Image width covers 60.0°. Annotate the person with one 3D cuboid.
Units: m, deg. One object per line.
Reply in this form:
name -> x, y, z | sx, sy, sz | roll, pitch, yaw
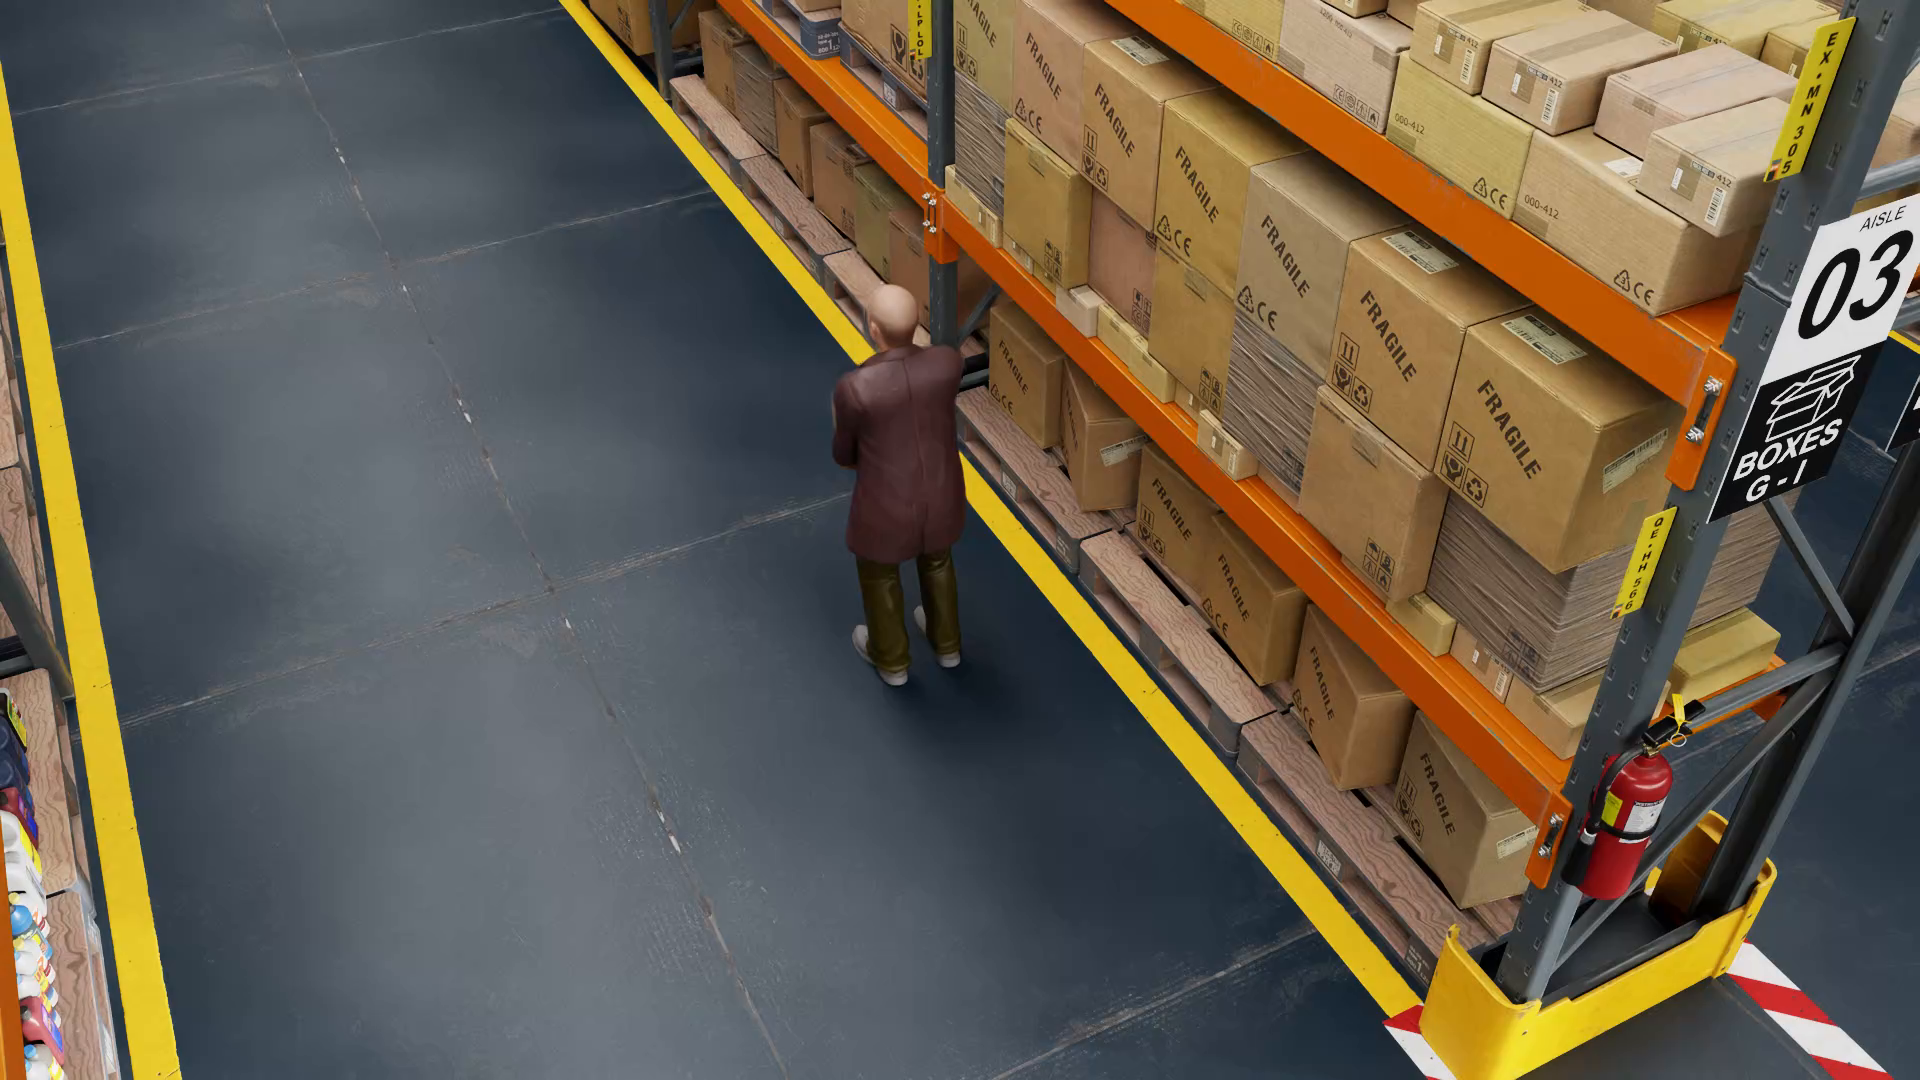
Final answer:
person -> -0.255, -0.253, 6.467 | 0.528, 1.779, 0.564 | -19, 44, -20
